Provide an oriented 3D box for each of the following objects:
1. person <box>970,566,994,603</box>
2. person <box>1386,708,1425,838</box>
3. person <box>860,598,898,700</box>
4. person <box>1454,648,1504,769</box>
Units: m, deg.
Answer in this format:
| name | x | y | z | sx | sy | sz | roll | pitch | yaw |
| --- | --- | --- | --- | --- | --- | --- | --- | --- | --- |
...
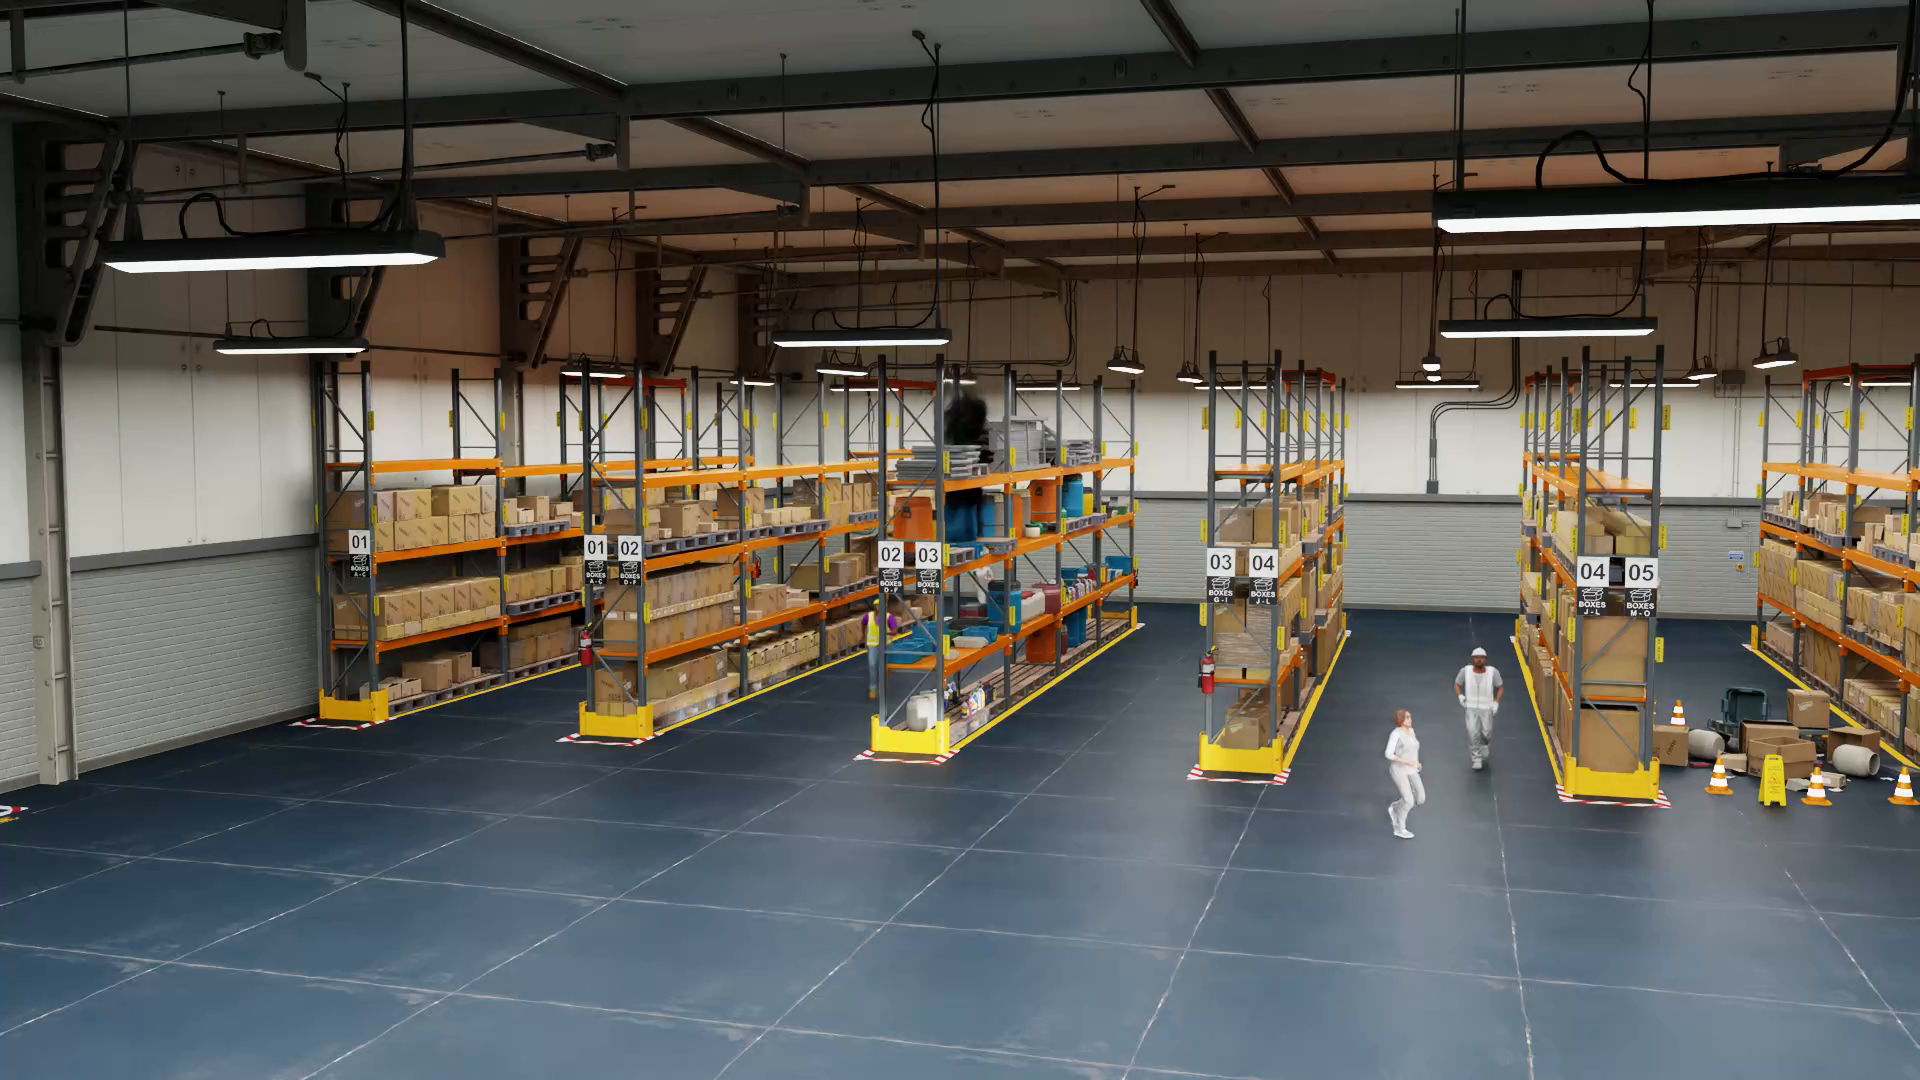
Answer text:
| name | x | y | z | sx | sy | sz | roll | pitch | yaw |
| --- | --- | --- | --- | --- | --- | --- | --- | --- | --- |
| person | 0.548 | 1.244 | 40.808 | 0.576 | 1.692 | 0.835 | -1 | 4 | -7 |
| person | 5.344 | 2.799 | 19.971 | 0.531 | 1.552 | 0.555 | -3 | 5 | -37 |
| person | -1.479 | 1.943 | 30.217 | 0.685 | 1.807 | 0.801 | 0 | 4 | 1 |
| person | 7.493 | 2.419 | 24.062 | 0.681 | 1.737 | 0.613 | 1 | 4 | 19 |
